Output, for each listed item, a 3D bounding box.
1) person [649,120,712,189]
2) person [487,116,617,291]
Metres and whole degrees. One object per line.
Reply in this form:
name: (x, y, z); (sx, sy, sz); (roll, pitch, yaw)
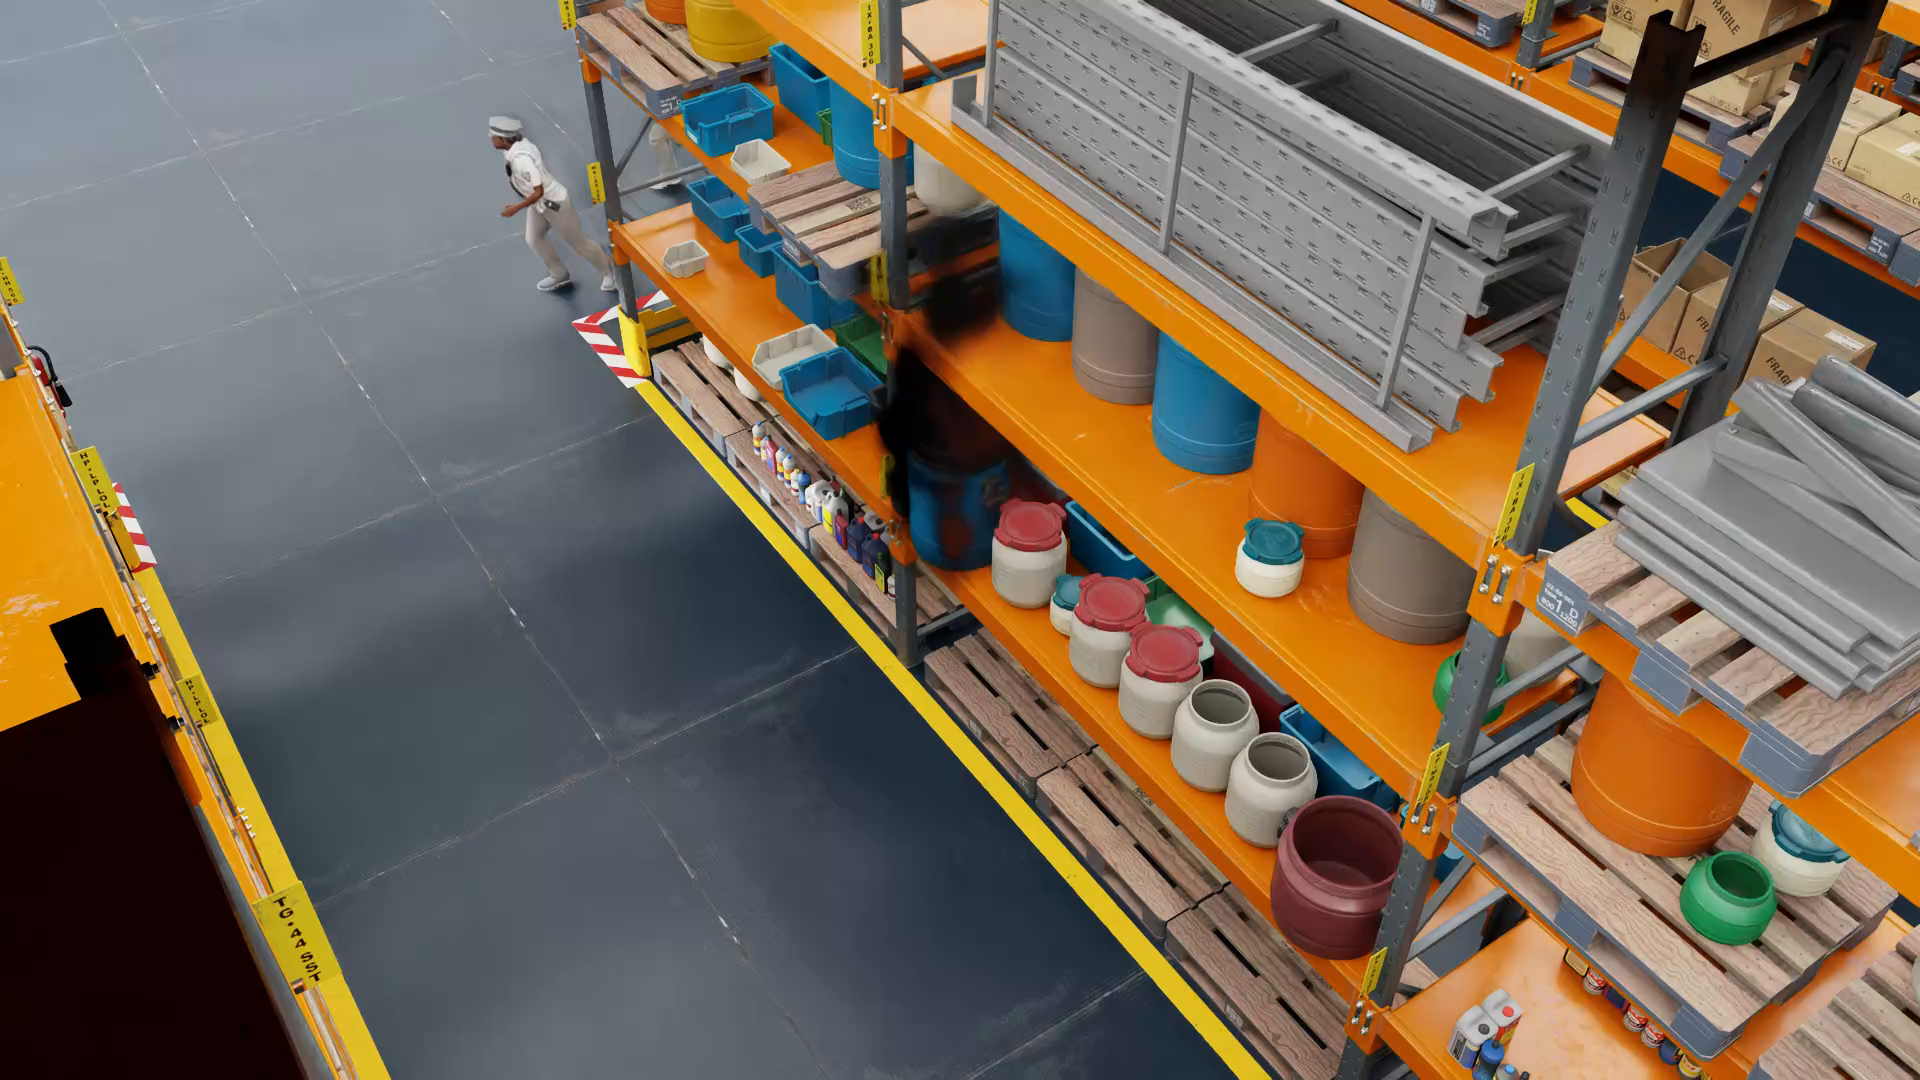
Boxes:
person: (-2.494, -3.917, 14.831); (0.794, 1.623, 0.561); (-11, 44, -11)
person: (-3.330, -2.723, 13.561); (0.854, 1.596, 0.632); (-23, 47, -23)
